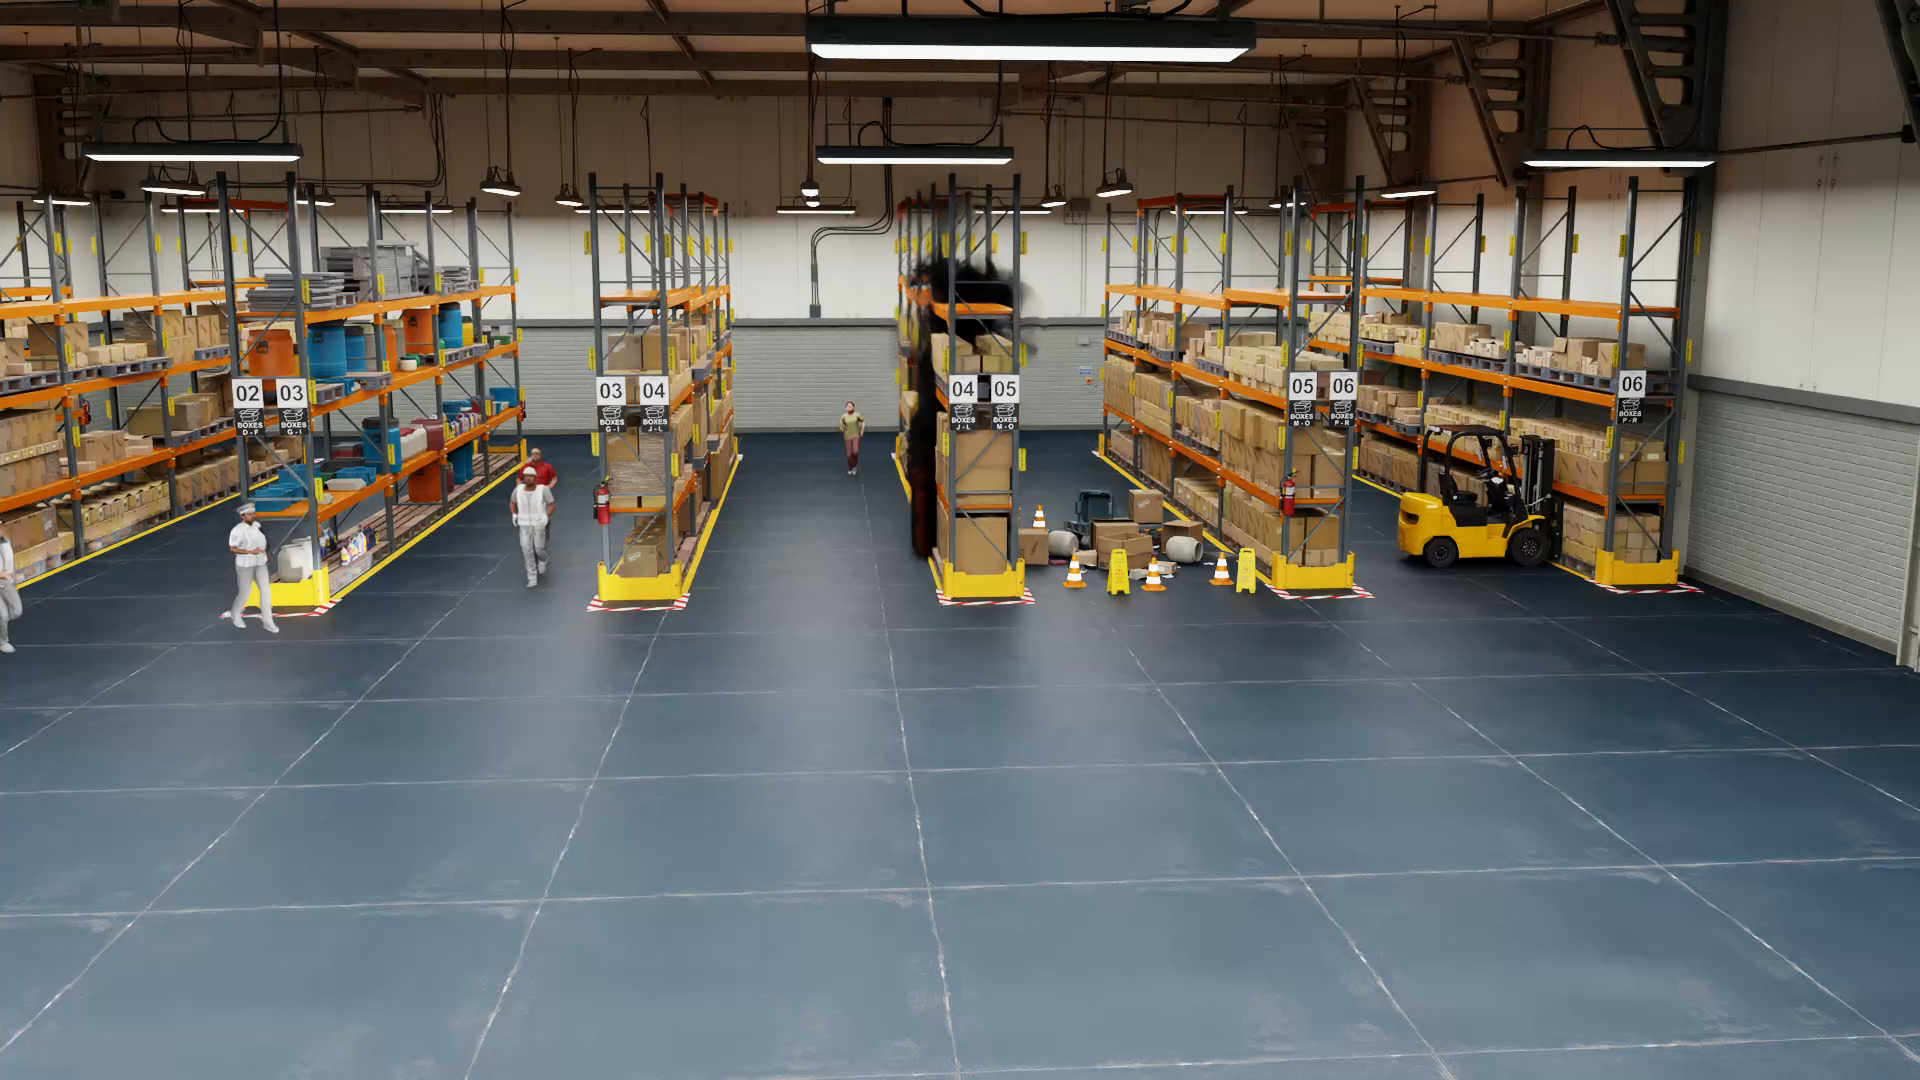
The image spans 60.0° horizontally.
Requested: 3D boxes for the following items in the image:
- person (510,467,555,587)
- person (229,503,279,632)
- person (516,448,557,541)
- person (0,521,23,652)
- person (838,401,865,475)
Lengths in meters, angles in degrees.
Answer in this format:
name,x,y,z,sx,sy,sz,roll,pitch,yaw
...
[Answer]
name,x,y,z,sx,sy,sz,roll,pitch,yaw
person,-6.410,-0.225,24.953,0.686,1.772,0.825,-1,10,-4
person,-9.275,0.341,21.761,0.855,1.689,0.589,7,12,33
person,-7.090,-0.711,27.892,0.664,1.675,0.641,-2,10,-13
person,-11.985,0.549,20.730,0.670,1.727,0.697,3,11,18
person,-2.385,-2.231,36.598,0.581,1.623,0.600,0,10,1
